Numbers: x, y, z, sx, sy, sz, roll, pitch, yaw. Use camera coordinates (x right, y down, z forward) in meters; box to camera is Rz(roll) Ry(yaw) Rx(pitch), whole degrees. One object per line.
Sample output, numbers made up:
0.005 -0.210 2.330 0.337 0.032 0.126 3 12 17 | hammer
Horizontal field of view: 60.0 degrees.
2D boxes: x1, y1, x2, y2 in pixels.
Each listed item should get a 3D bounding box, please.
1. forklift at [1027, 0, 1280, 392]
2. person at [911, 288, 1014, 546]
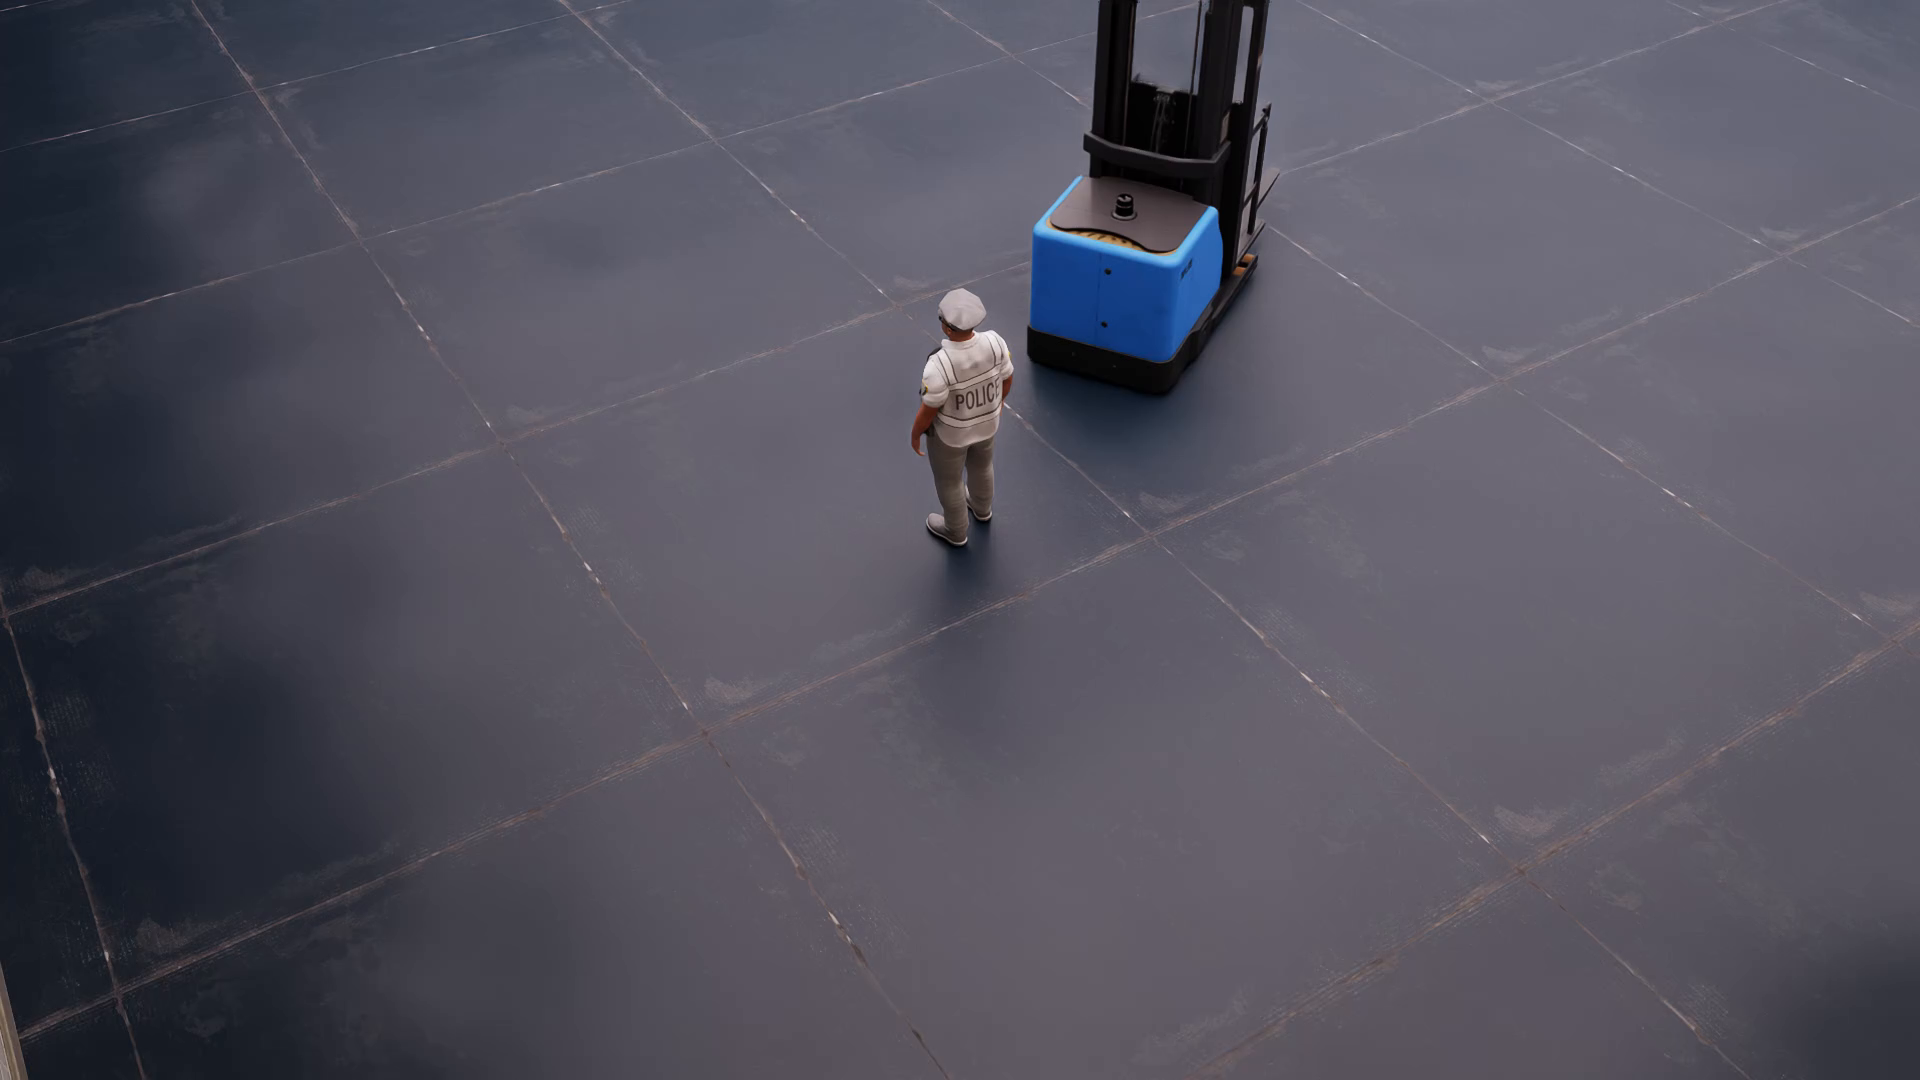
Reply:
1.557 -3.059 11.372 1.130 2.935 3.031 18 44 19 | forklift
-0.032 -0.724 9.561 0.641 1.780 0.574 -23 46 -24 | person
